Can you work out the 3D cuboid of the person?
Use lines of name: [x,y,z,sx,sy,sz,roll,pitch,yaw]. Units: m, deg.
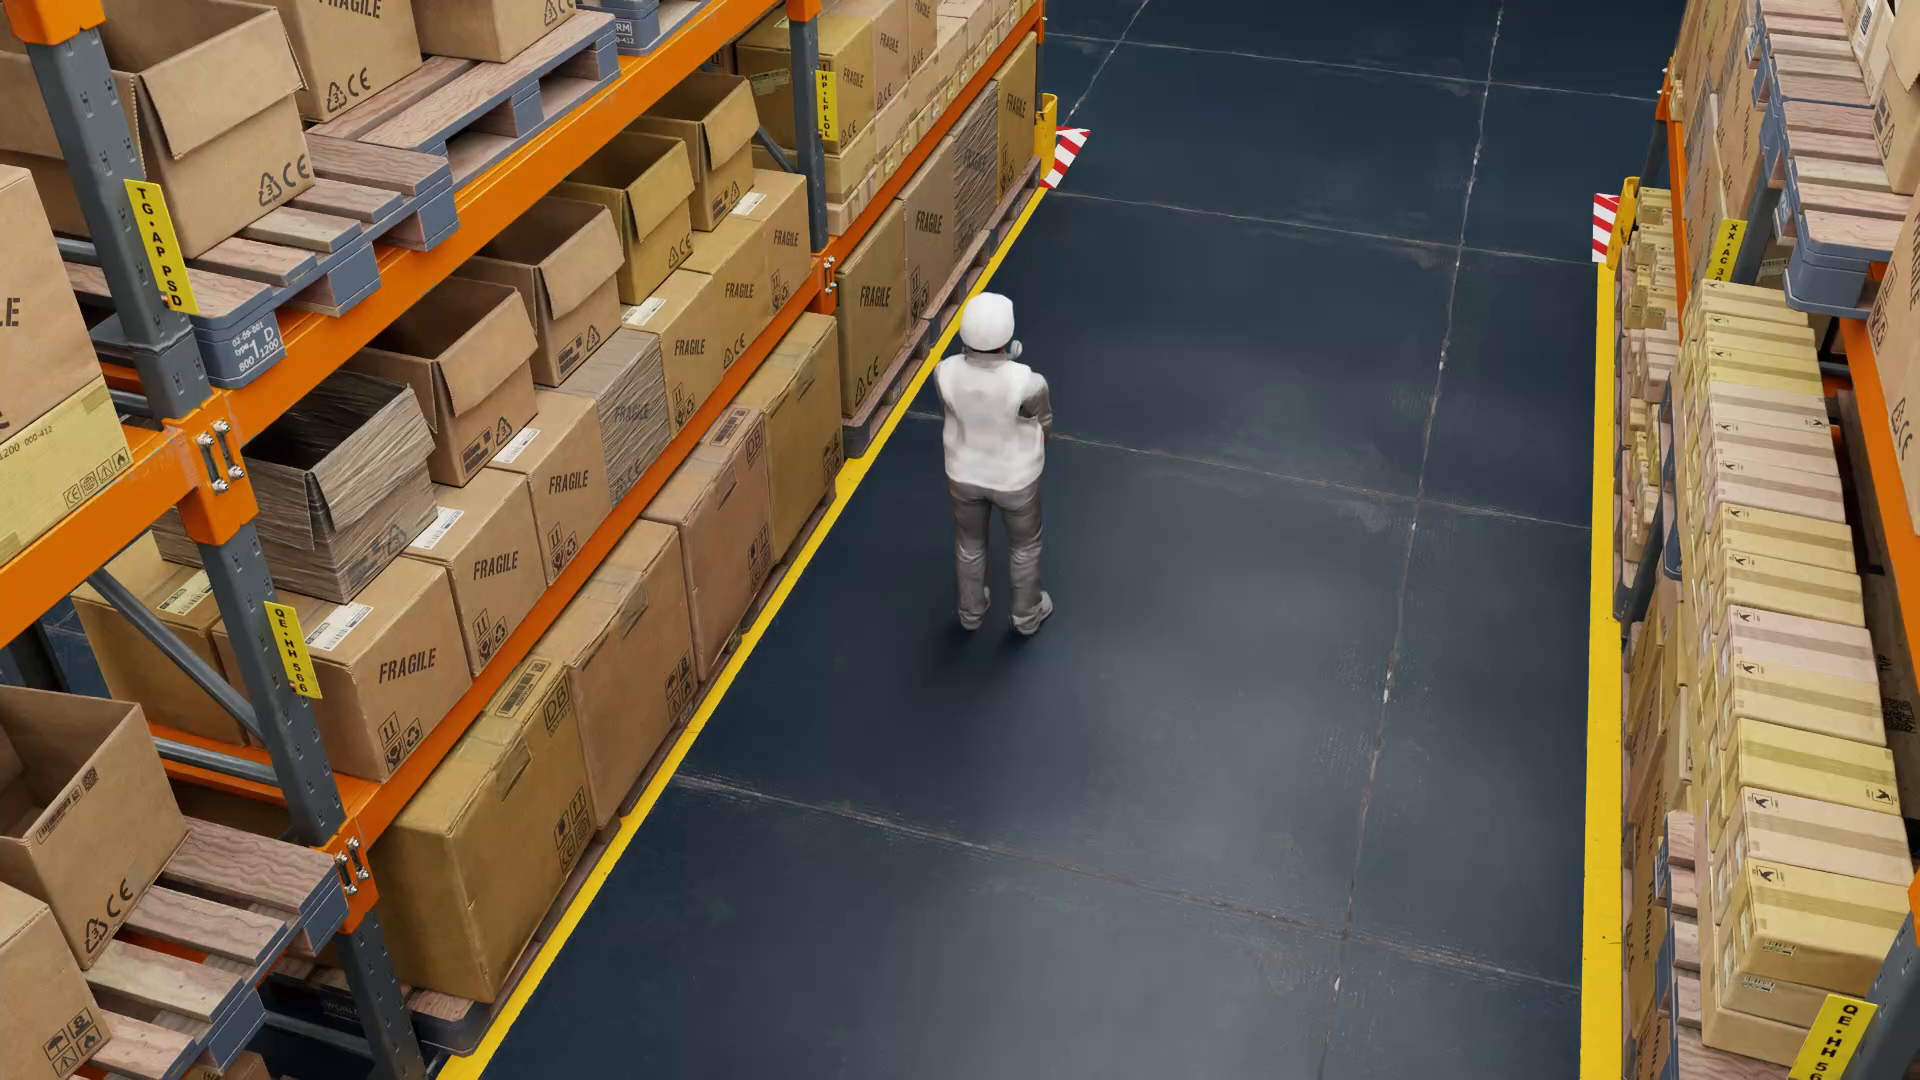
person: [0.166,-0.356,7.345,0.512,1.773,0.540,11,38,14]
